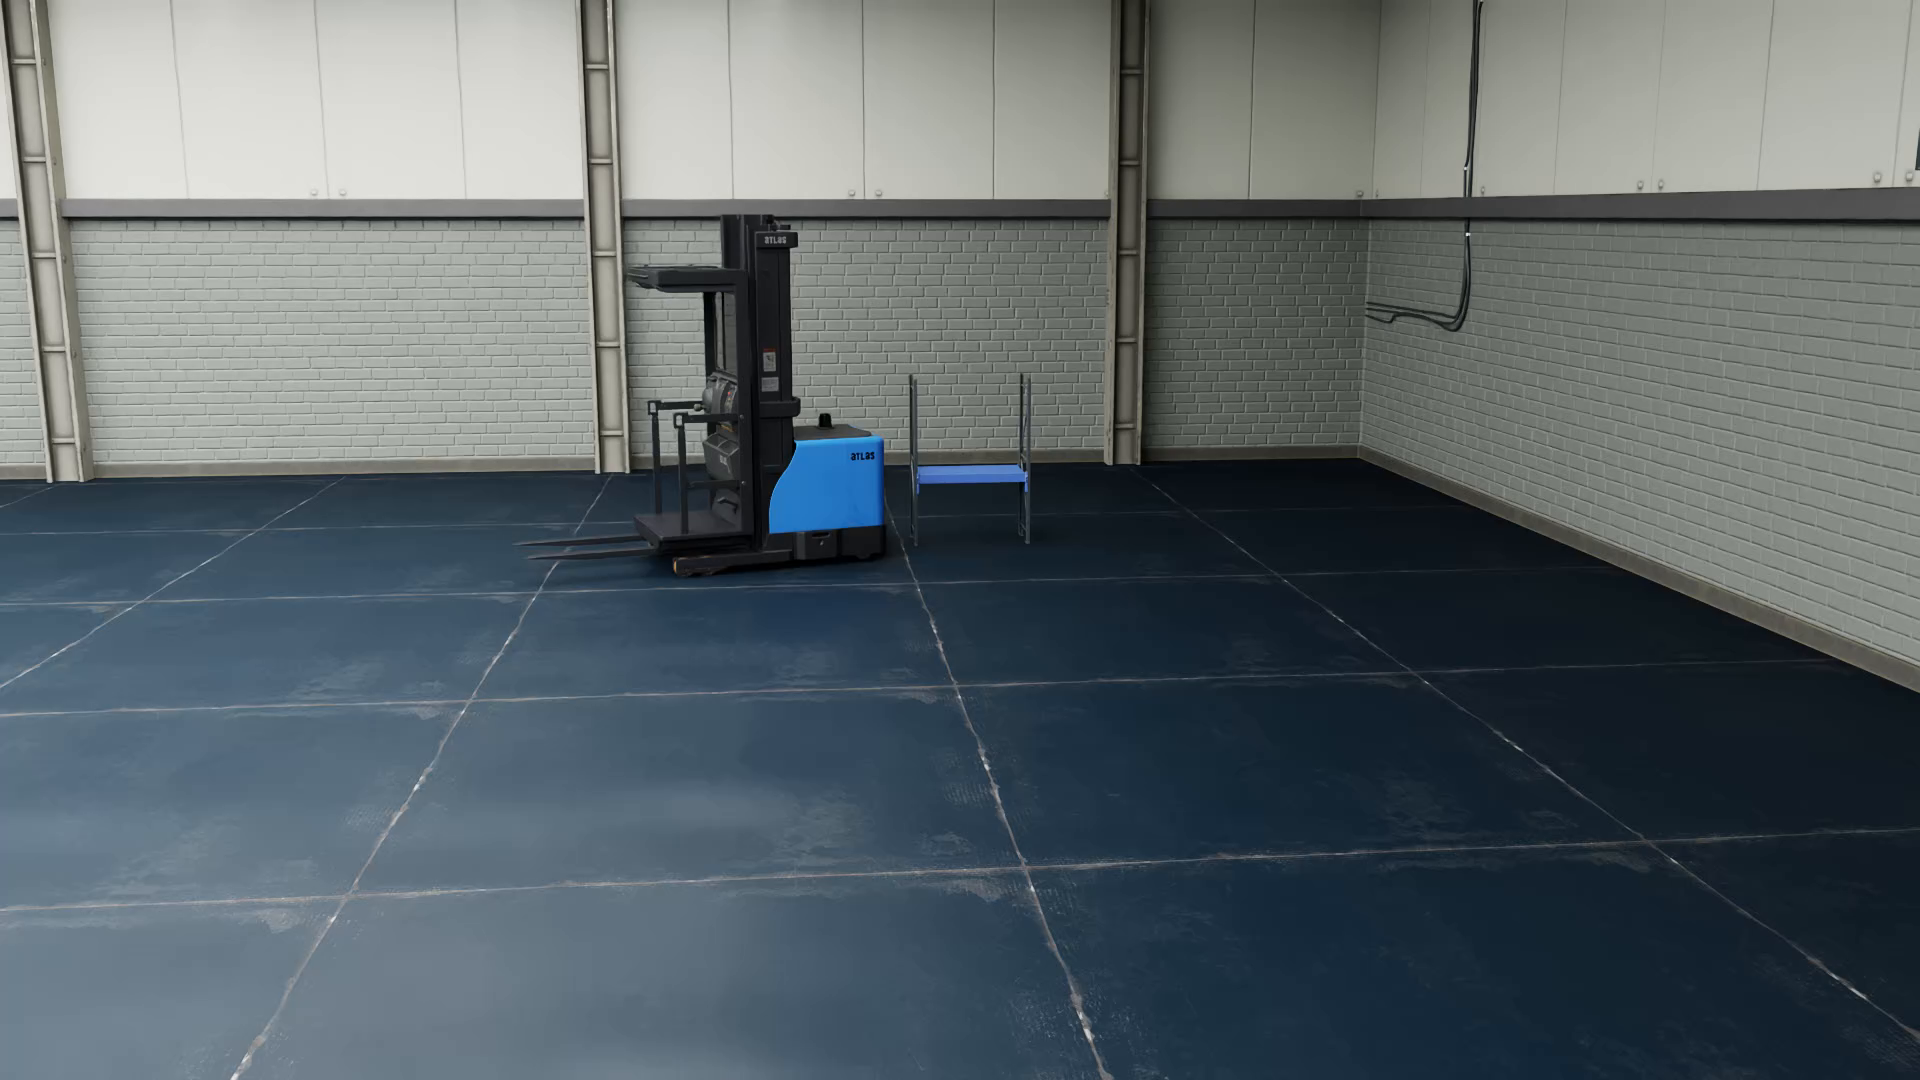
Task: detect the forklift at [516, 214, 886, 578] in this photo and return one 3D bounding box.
[{"bbox_3d":[-2.205,-1.245,13.983,3.031,2.935,1.130,-5,12,-22],"label":"forklift"}]

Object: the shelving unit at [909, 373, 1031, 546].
[{"bbox_3d":[0.085,-0.738,15.114,1.048,1.500,0.538,-1,11,-6],"label":"shelving unit"}]

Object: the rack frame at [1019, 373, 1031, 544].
[{"bbox_3d":[0.590,-0.748,15.168,0.032,1.500,0.500,-1,11,-6],"label":"rack frame"}]

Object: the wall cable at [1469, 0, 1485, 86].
[{"bbox_3d":[5.309,-5.583,15.280,0.112,2.526,3.097,-1,11,-6],"label":"wall cable"}]

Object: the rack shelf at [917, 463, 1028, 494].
[{"bbox_3d":[0.085,-0.561,15.149,1.000,0.185,0.538,-1,11,-6],"label":"rack shelf"}]

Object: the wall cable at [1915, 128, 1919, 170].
[{"bbox_3d":[6.027,-4.996,8.517,0.169,6.003,2.305,-1,11,-6],"label":"wall cable"}]

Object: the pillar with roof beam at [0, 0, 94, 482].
[{"bbox_3d":[-9.519,-4.264,13.614,0.400,9.000,9.100,-1,11,-6],"label":"pillar with roof beam"}]

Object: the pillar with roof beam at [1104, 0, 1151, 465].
[{"bbox_3d":[2.411,-4.514,14.885,0.400,9.000,9.100,-1,11,-6],"label":"pillar with roof beam"}]

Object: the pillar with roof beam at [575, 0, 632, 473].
[{"bbox_3d":[-3.554,-4.389,14.250,0.400,9.000,9.100,-1,11,-6],"label":"pillar with roof beam"}]

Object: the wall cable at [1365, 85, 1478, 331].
[{"bbox_3d":[5.017,-3.624,18.406,0.112,2.526,3.097,-1,11,-6],"label":"wall cable"}]

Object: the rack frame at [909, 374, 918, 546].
[{"bbox_3d":[-0.421,-0.727,15.061,0.032,1.500,0.500,-1,11,-6],"label":"rack frame"}]
